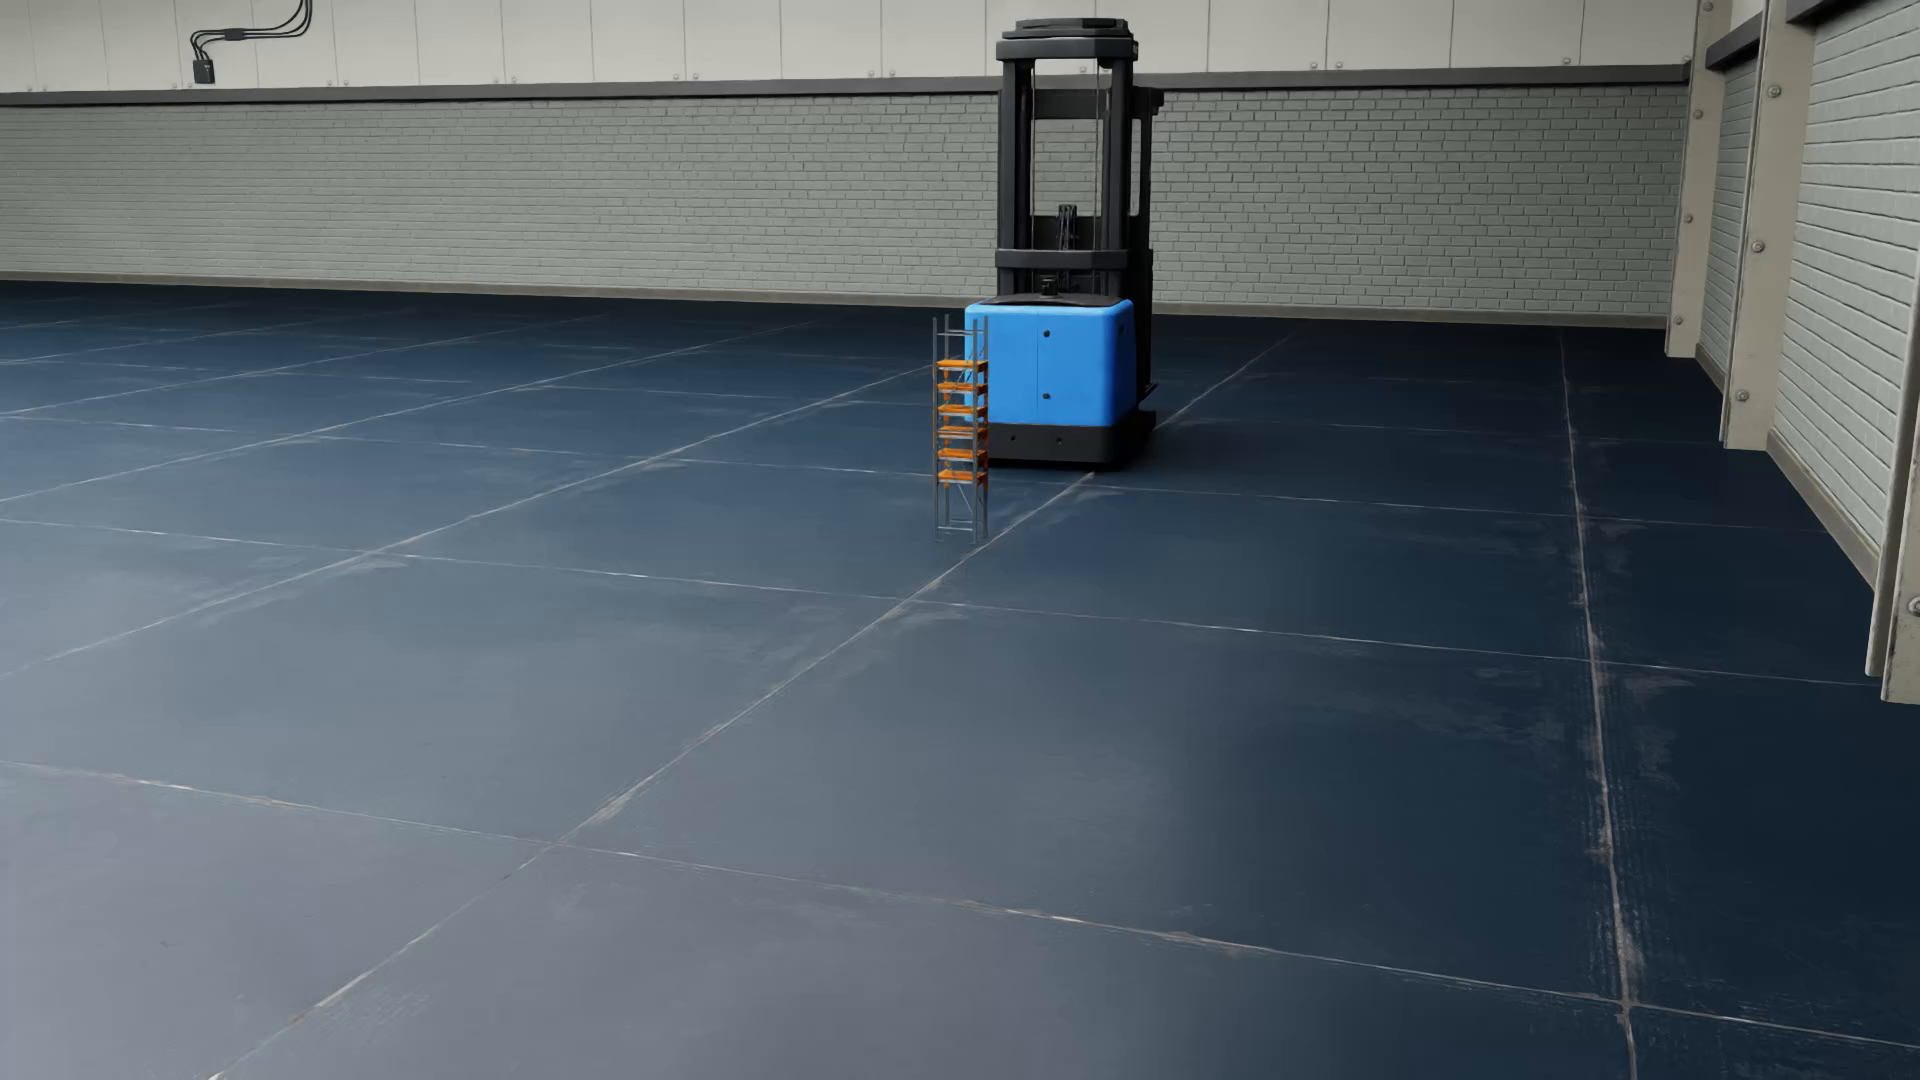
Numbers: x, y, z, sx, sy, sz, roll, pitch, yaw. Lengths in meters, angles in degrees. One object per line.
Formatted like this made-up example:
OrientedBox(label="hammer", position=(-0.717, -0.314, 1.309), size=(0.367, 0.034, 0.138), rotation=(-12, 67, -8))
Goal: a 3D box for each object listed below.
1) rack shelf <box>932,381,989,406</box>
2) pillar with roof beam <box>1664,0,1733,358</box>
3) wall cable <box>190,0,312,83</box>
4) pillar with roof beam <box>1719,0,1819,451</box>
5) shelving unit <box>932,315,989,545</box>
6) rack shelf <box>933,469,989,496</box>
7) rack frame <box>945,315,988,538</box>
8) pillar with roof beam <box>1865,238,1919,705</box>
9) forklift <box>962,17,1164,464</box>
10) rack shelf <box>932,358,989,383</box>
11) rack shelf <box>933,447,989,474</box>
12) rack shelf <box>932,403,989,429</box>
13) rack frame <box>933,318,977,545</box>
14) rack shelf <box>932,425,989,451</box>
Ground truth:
OrientedBox(label="rack shelf", position=(0.005, -0.779, 8.824), size=(0.258, 0.103, 0.180), rotation=(4, 14, 18))
OrientedBox(label="pillar with roof beam", position=(3.521, -6.643, 17.868), size=(9.100, 9.000, 0.400), rotation=(4, 14, 18))
OrientedBox(label="wall cable", position=(-11.029, -10.097, 25.360), size=(2.305, 6.003, 0.169), rotation=(4, 14, 18))
OrientedBox(label="pillar with roof beam", position=(1.580, -5.379, 12.333), size=(9.100, 9.000, 0.400), rotation=(4, 14, 18))
OrientedBox(label="shelving unit", position=(0.005, -0.588, 8.868), size=(0.258, 1.200, 0.189), rotation=(4, 14, 18))
OrientedBox(label="rack shelf", position=(0.005, -0.311, 8.931), size=(0.258, 0.103, 0.180), rotation=(4, 14, 18))
OrientedBox(label="rack frame", position=(0.034, -0.607, 8.952), size=(0.240, 1.200, 0.006), rotation=(4, 14, 18))
OrientedBox(label="pillar with roof beam", position=(-0.362, -4.116, 6.798), size=(9.100, 9.000, 0.400), rotation=(4, 14, 18))
OrientedBox(label="forklift", position=(0.864, -2.214, 12.100), size=(1.130, 2.935, 3.031), rotation=(3, 13, 13))
OrientedBox(label="rack shelf", position=(0.005, -0.896, 8.798), size=(0.258, 0.103, 0.180), rotation=(4, 14, 18))
OrientedBox(label="rack shelf", position=(0.005, -0.428, 8.904), size=(0.258, 0.103, 0.180), rotation=(4, 14, 18))
OrientedBox(label="rack shelf", position=(0.005, -0.662, 8.851), size=(0.258, 0.103, 0.180), rotation=(4, 14, 18))
OrientedBox(label="rack frame", position=(-0.025, -0.569, 8.783), size=(0.240, 1.200, 0.006), rotation=(4, 14, 18))
OrientedBox(label="rack shelf", position=(0.005, -0.545, 8.878), size=(0.258, 0.103, 0.180), rotation=(4, 14, 18))
